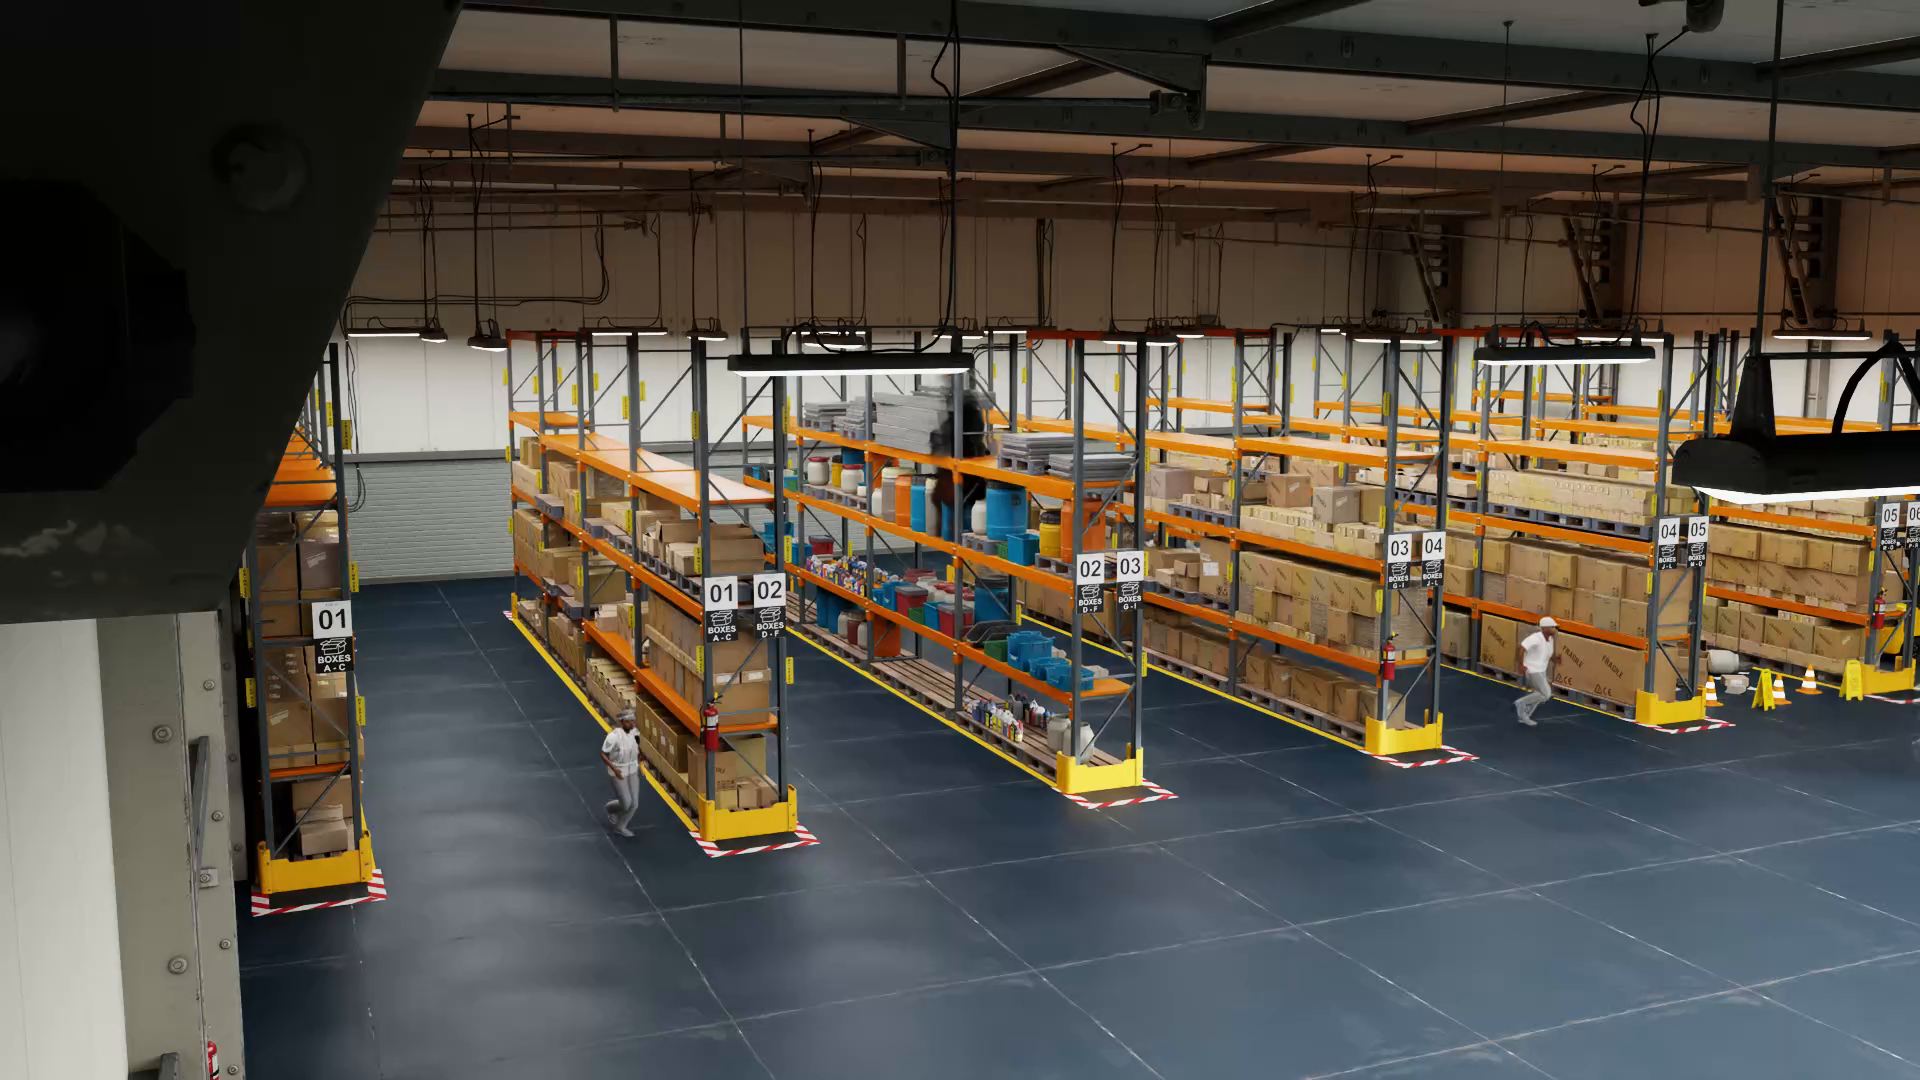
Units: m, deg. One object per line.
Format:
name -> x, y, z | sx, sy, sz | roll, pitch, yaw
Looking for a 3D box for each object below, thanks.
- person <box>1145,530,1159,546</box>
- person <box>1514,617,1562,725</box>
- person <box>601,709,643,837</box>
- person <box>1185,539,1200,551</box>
person -> 4.097, 0.629, 35.882 | 0.679, 1.759, 0.826 | -4, 9, -27
person -> 8.910, 2.014, 25.588 | 0.645, 1.698, 0.672 | 6, 10, 35
person -> -4.108, 2.807, 20.225 | 0.545, 1.612, 0.548 | 8, 11, 44
person -> 5.790, -0.198, 41.627 | 0.933, 1.763, 0.713 | 7, 10, 42
